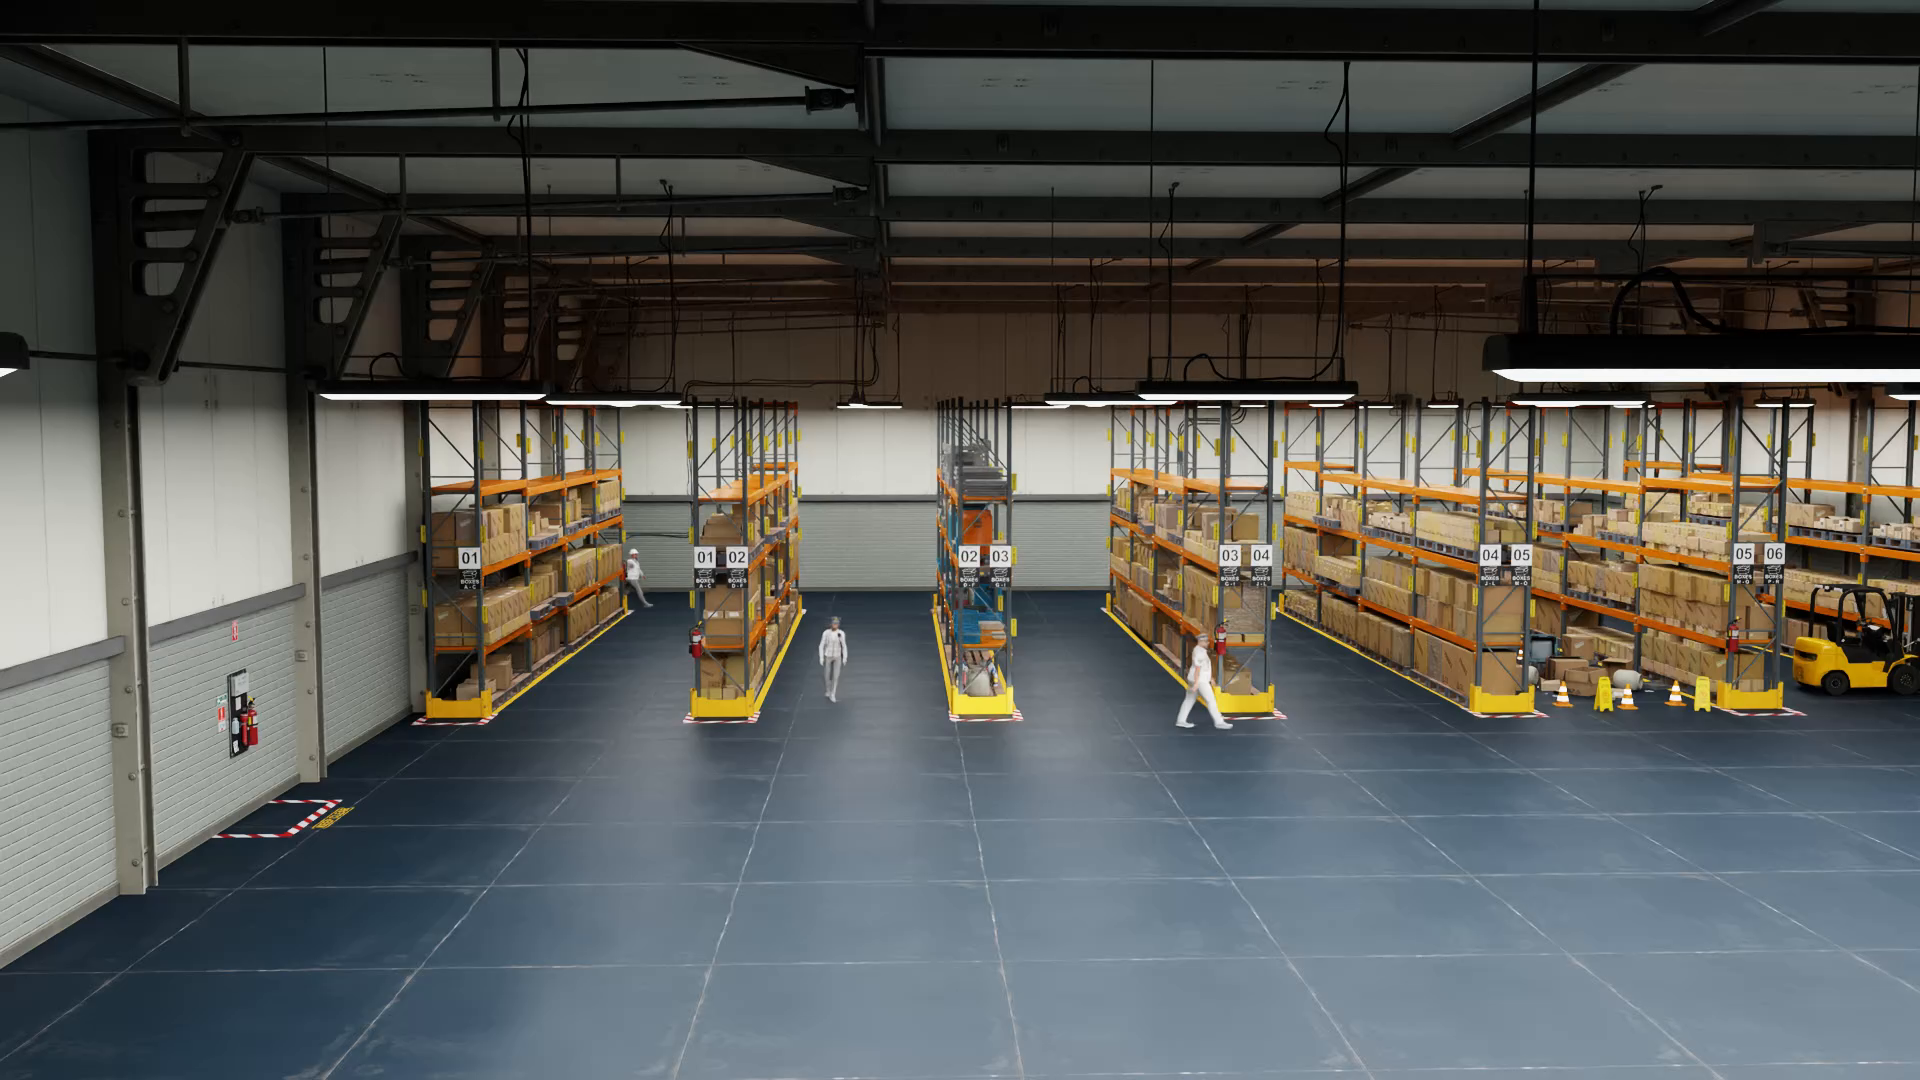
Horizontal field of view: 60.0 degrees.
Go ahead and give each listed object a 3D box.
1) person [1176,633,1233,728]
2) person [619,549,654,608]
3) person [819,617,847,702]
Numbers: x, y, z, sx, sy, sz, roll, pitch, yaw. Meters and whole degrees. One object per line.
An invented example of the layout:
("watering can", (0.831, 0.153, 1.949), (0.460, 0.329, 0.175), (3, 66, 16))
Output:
("person", (4.394, 2.527, 30.004), (0.981, 1.709, 0.539), (-1, 5, -11))
("person", (-9.460, 1.117, 48.311), (1.102, 1.701, 0.499), (0, 4, -5))
("person", (-2.520, 2.371, 33.085), (0.560, 1.694, 0.637), (-1, 4, -8))
